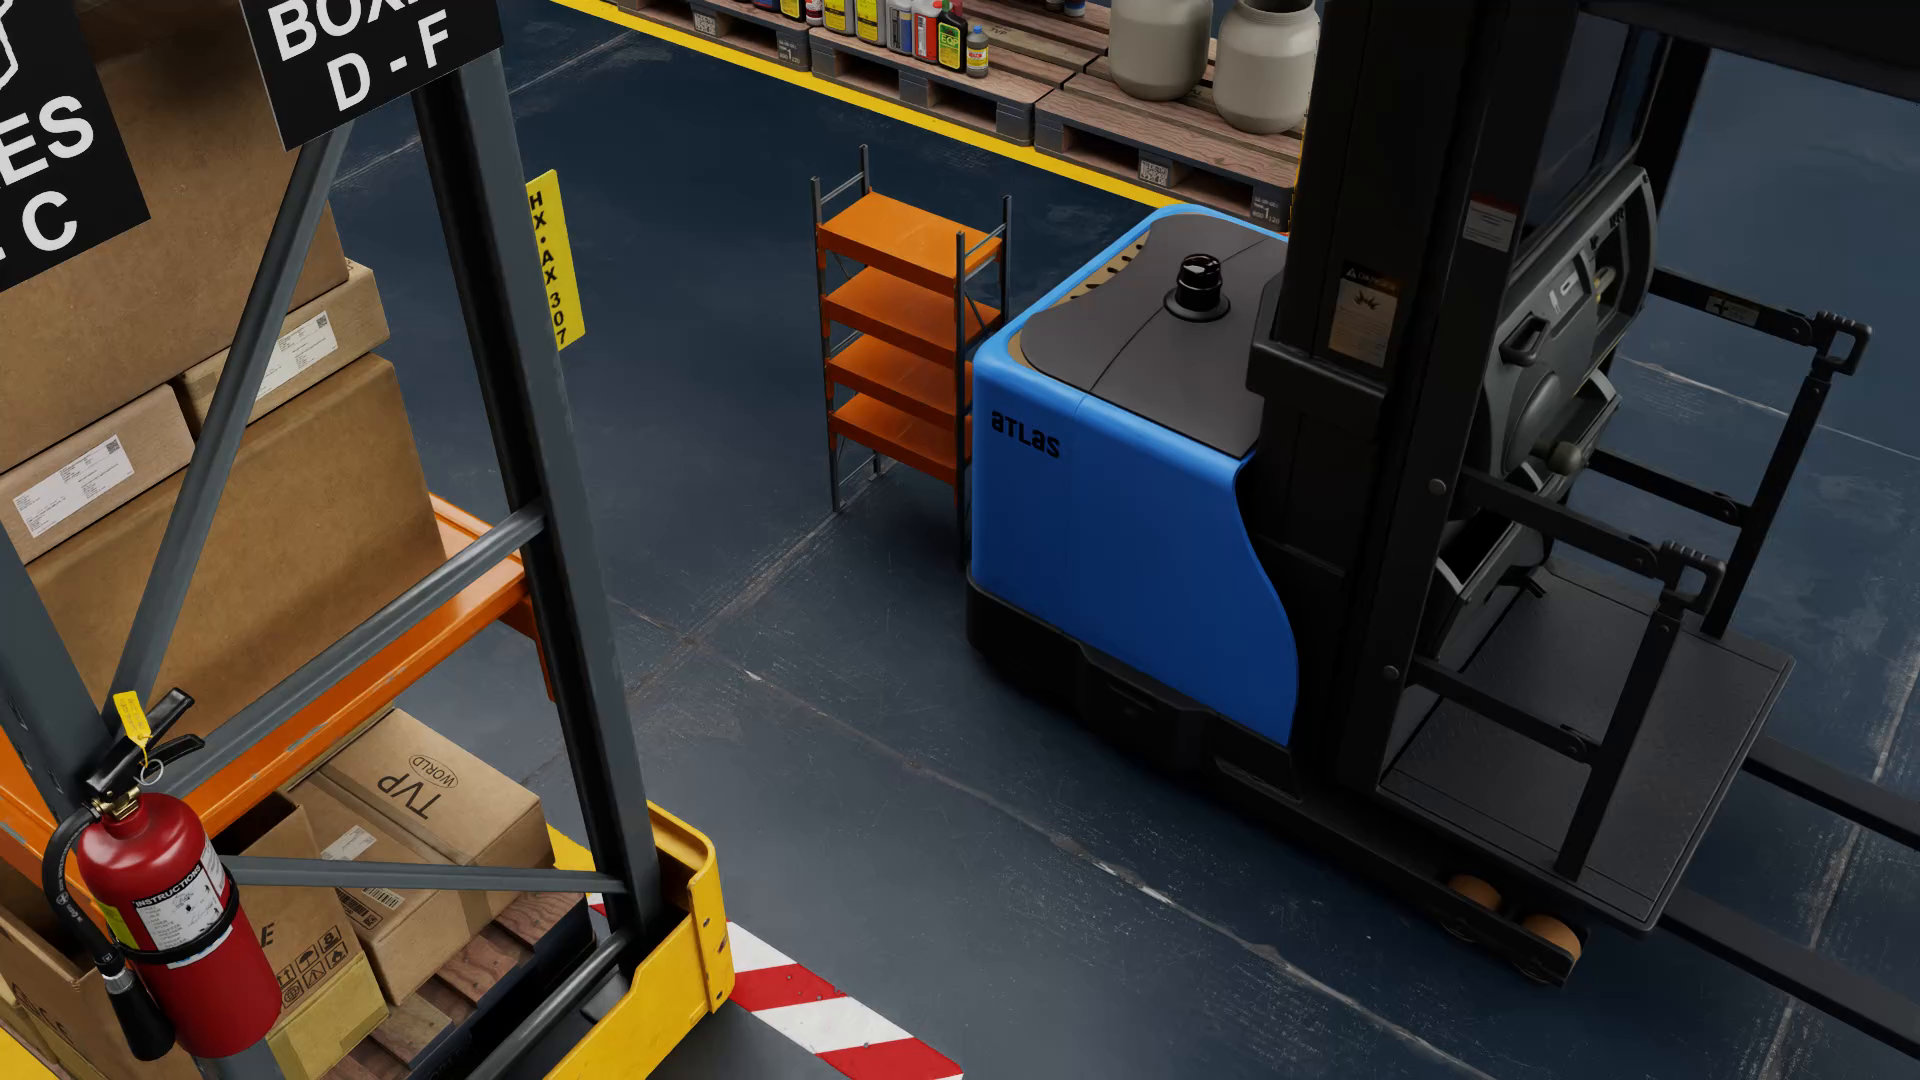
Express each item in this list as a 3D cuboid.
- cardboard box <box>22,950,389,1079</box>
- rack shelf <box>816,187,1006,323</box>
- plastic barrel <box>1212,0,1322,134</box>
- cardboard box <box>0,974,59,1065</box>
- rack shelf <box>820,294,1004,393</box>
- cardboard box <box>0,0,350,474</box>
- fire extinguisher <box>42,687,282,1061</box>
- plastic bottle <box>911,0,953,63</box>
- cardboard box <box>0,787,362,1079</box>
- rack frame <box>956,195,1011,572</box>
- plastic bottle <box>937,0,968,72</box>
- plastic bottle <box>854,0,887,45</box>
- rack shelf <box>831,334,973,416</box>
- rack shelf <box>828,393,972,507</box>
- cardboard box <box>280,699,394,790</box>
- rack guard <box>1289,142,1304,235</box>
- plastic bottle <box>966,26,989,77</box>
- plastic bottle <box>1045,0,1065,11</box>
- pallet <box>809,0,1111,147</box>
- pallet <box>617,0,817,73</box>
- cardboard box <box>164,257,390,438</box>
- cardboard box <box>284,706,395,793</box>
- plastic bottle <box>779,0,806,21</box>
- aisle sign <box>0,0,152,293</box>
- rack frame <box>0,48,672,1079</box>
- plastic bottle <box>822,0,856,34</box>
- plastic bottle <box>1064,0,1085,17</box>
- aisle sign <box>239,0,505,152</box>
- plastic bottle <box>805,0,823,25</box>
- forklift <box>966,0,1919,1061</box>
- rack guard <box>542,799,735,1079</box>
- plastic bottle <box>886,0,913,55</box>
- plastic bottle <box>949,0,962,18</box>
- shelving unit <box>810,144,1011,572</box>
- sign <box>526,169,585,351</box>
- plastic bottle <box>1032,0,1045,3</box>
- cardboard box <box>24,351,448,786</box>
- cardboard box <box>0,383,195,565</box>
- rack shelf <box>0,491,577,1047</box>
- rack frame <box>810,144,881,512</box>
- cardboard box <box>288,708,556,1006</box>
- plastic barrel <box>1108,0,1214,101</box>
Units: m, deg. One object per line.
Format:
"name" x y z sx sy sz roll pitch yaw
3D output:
"cardboard box" -1.626 1.016 3.612 0.500 0.250 0.500 25 48 25
"rack shelf" -0.136 -0.803 4.659 0.480 0.148 0.258 25 48 25
"plastic barrel" 1.247 -1.950 6.731 0.421 0.512 0.421 0 42 0
"cardboard box" -2.042 0.831 3.818 0.500 0.250 0.500 25 48 25
"rack shelf" -0.136 -0.627 4.816 0.480 0.148 0.258 25 48 25
"cardboard box" -1.436 -0.535 2.550 0.500 0.500 0.700 25 48 25
"fire extinguisher" -1.187 0.520 2.478 0.183 0.674 0.296 25 48 25
"plastic bottle" -0.116 -2.235 7.211 0.135 0.276 0.152 25 48 26
"cardboard box" -1.627 0.738 3.360 0.500 0.500 0.500 25 48 25
"rack frame" 0.064 -0.417 4.816 0.015 1.200 0.240 25 48 25
"plastic bottle" -0.032 -2.161 7.123 0.133 0.283 0.061 26 48 26
"plastic bottle" -0.368 -2.377 7.314 0.185 0.351 0.144 27 48 27
"rack shelf" -0.136 -0.490 4.940 0.457 0.050 0.221 25 48 25
"rack shelf" -0.136 -0.312 5.098 0.480 0.148 0.258 25 48 25
"cardboard box" -1.739 0.264 3.891 0.500 0.500 0.500 25 48 25
"rack guard" 1.741 -1.583 6.644 0.348 0.500 1.175 25 48 25
"plastic bottle" 0.074 -2.096 7.111 0.097 0.201 0.097 0 42 0
"plastic bottle" 0.440 -2.536 7.603 0.097 0.201 0.097 0 42 0
"pallet" 0.084 -2.256 7.613 1.213 0.211 1.003 25 48 25
"pallet" -0.919 -2.723 8.135 1.213 0.211 1.003 25 48 25
"cardboard box" -1.215 -0.355 2.835 0.250 0.149 0.380 25 47 25
"cardboard box" -1.740 0.544 4.139 0.500 0.250 0.500 25 48 25
"plastic bottle" -0.757 -2.500 7.502 0.133 0.283 0.061 27 48 27
"aisle sign" -1.132 -0.591 1.712 0.004 0.787 0.394 25 48 25
"rack frame" -1.017 0.192 2.786 0.127 3.000 1.000 25 48 25
"plastic bottle" -0.520 -2.448 7.393 0.185 0.351 0.144 25 47 25
"plastic bottle" 0.524 -2.522 7.535 0.097 0.271 0.097 0 42 0
"aisle sign" -0.788 -0.919 2.078 0.004 0.787 0.394 25 48 25
"plastic bottle" -0.650 -2.434 7.490 0.097 0.201 0.097 0 42 0
"forklift" 0.135 -2.245 4.985 7.990 3.703 3.137 27 48 27
"rack guard" -0.998 1.133 3.609 0.348 0.500 1.175 25 48 25
"plastic bottle" -0.230 -2.288 7.270 0.135 0.276 0.152 24 47 24
"plastic bottle" -0.056 -2.296 7.274 0.133 0.283 0.061 25 48 25
"shelving unit" -0.136 -0.511 4.921 0.503 1.200 0.258 25 48 25
"sign" -0.694 -0.461 2.807 0.005 0.325 0.100 25 48 25
"plastic bottle" 0.349 -2.623 7.639 0.133 0.283 0.061 26 48 26
"cardboard box" -1.392 -0.031 2.960 0.500 0.500 0.700 25 48 25
"cardboard box" -1.440 -0.129 2.583 0.250 0.149 0.380 24 47 25
"rack shelf" -2.655 -0.306 3.881 4.000 0.370 1.077 25 48 25
"rack frame" -0.335 -0.604 5.025 0.015 1.200 0.240 25 48 25
"cardboard box" -1.329 0.734 3.928 0.500 0.250 0.500 25 48 25
"plastic barrel" 0.837 -2.142 6.945 0.421 0.512 0.421 0 42 0
